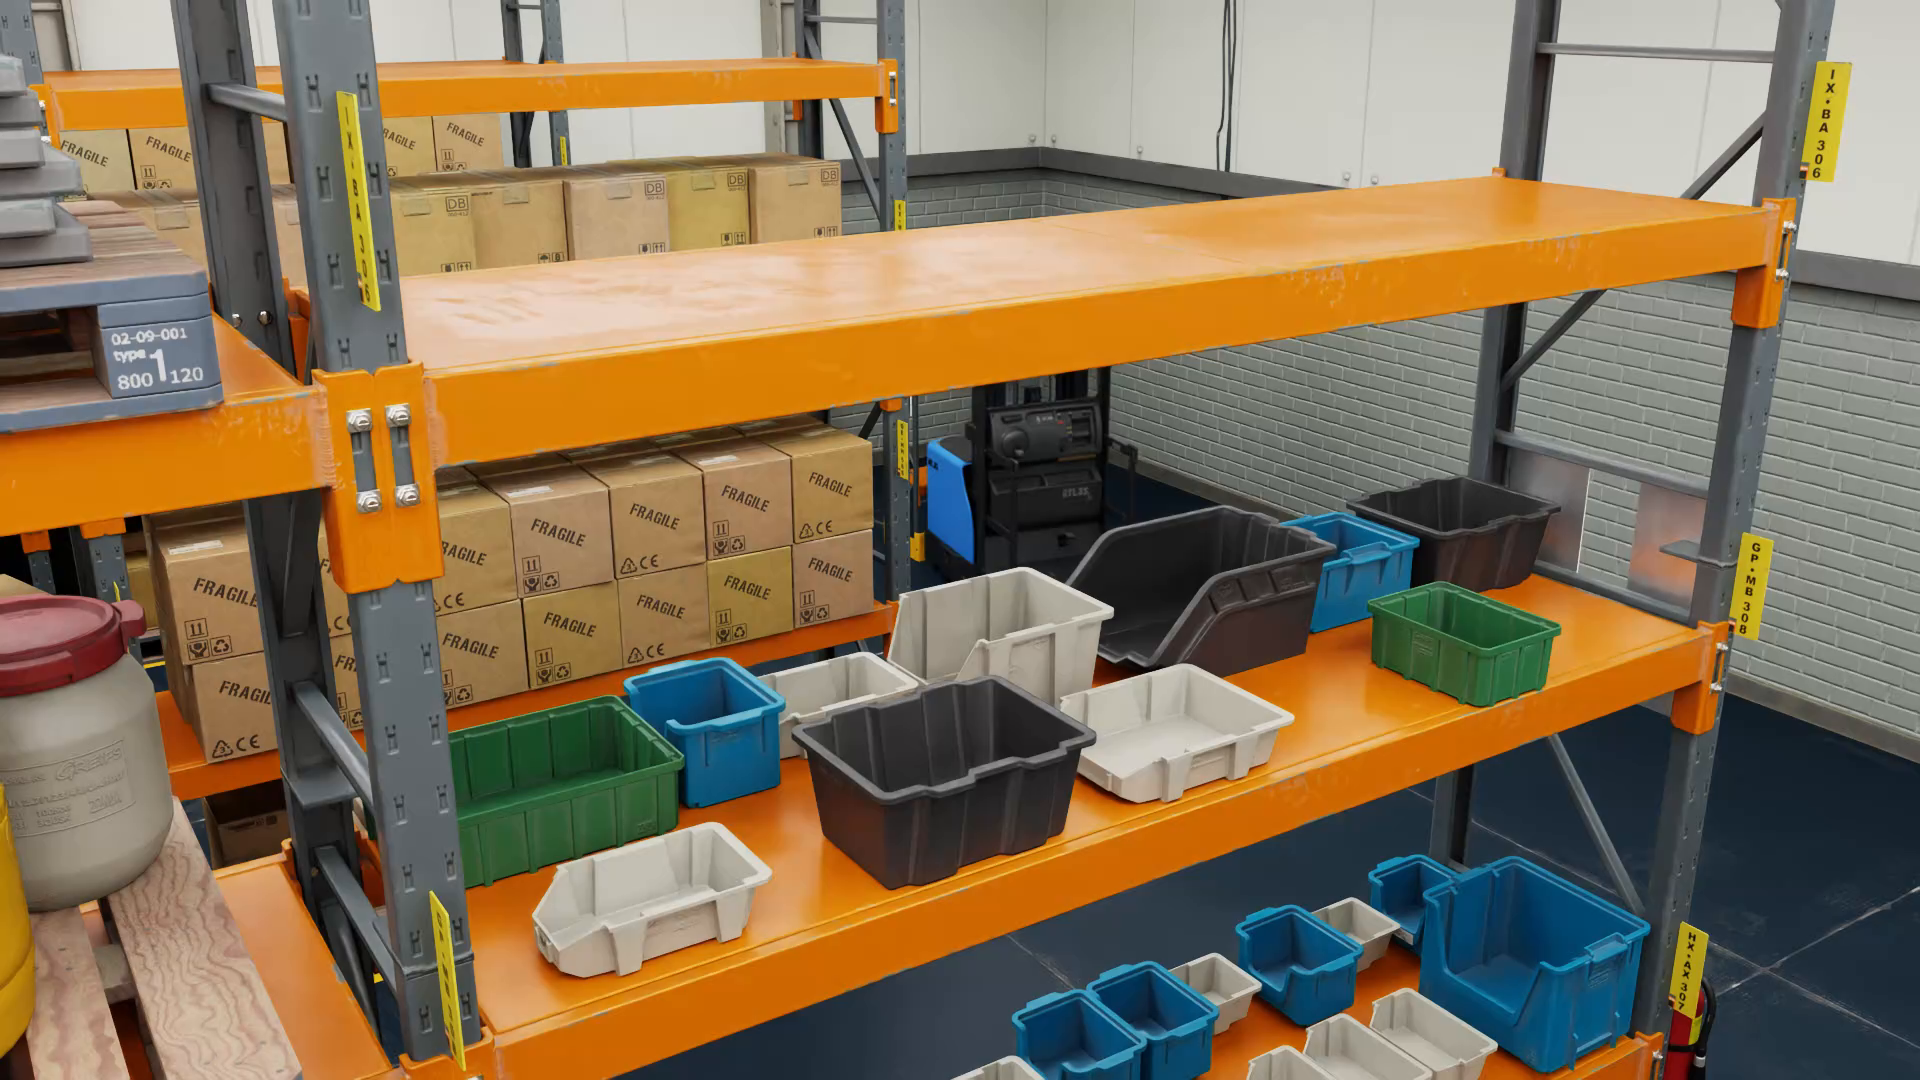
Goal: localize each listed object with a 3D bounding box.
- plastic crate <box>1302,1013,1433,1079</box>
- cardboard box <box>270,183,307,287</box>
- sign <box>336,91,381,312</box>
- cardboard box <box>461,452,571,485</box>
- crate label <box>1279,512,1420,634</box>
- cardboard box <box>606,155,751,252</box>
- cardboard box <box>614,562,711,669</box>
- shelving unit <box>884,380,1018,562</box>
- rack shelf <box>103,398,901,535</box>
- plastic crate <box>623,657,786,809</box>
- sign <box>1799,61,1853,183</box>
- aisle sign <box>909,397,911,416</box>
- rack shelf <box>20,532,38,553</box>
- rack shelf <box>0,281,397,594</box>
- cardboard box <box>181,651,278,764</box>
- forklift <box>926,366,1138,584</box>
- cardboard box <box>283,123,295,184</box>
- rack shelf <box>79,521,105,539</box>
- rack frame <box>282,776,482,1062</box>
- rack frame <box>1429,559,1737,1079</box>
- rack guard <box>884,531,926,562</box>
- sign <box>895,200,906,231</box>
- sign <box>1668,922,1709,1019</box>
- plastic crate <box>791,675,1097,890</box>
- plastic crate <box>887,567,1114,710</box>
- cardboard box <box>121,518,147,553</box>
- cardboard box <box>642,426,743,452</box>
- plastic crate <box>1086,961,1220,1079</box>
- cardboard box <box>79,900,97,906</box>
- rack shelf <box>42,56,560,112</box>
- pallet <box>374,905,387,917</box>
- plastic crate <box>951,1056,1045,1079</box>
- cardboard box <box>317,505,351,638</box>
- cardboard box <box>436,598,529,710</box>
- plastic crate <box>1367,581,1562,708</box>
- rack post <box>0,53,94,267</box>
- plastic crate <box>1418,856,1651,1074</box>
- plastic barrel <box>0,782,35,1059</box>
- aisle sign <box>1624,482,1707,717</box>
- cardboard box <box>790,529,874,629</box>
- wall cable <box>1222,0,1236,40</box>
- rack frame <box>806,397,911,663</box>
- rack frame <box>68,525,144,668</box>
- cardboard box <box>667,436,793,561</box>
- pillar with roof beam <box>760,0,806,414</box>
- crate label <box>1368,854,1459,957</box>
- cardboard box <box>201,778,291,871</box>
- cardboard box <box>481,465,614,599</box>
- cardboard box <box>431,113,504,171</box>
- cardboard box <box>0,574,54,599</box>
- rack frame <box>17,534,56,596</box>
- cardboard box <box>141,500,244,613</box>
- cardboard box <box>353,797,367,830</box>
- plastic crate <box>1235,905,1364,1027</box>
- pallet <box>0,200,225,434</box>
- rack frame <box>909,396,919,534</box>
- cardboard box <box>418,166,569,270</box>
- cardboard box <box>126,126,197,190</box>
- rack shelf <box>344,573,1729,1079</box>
[{"bbox_3d":[1.283,1.707,5.331,0.243,0.136,0.396,-12,22,-31],"label":"plastic crate"},{"bbox_3d":[-3.067,-1.338,7.618,0.500,0.500,0.700,-12,22,-31],"label":"cardboard box"},{"bbox_3d":[-0.925,-0.520,2.558,0.005,0.325,0.100,-12,22,-31],"label":"sign"},{"bbox_3d":[-2.399,-0.197,8.928,0.500,0.500,0.500,-12,22,-32],"label":"cardboard box"},{"bbox_3d":[1.166,0.097,5.324,0.502,0.251,0.408,-12,22,-31],"label":"crate label"},{"bbox_3d":[-1.491,-1.736,8.796,0.500,0.500,0.700,-12,22,-31],"label":"cardboard box"},{"bbox_3d":[-1.682,0.328,8.933,0.500,0.500,0.500,-12,22,-31],"label":"cardboard box"},{"bbox_3d":[-0.064,-0.697,14.465,1.083,1.500,0.587,-12,22,-31],"label":"shelving unit"},{"bbox_3d":[-2.277,-0.682,8.520,4.000,0.370,1.077,-12,22,-31],"label":"rack shelf"},{"bbox_3d":[-0.642,0.488,4.195,0.300,0.233,0.416,-12,22,-31],"label":"plastic crate"},{"bbox_3d":[2.430,-1.174,4.670,0.005,0.325,0.100,-12,22,-31],"label":"sign"},{"bbox_3d":[-0.381,-1.116,9.304,0.004,0.787,0.394,-12,22,-31],"label":"aisle sign"},{"bbox_3d":[-8.345,0.119,10.833,4.000,0.370,1.077,-12,22,-31],"label":"rack shelf"},{"bbox_3d":[-2.897,0.116,2.098,4.000,0.370,1.077,-12,22,-31],"label":"rack shelf"},{"bbox_3d":[-3.372,0.686,7.877,0.500,0.500,0.500,-11,22,-30],"label":"cardboard box"},{"bbox_3d":[0.749,-0.830,12.624,1.130,2.935,3.031,-8,20,-22],"label":"forklift"},{"bbox_3d":[-4.651,-2.849,12.057,0.500,0.500,0.500,-13,23,-34],"label":"cardboard box"},{"bbox_3d":[-5.618,0.022,6.436,4.000,0.370,1.077,-12,22,-31],"label":"rack shelf"},{"bbox_3d":[-1.226,2.076,3.922,0.127,3.000,1.000,-12,22,-31],"label":"rack frame"},{"bbox_3d":[2.114,1.371,6.006,0.127,3.000,1.000,-12,22,-31],"label":"rack frame"},{"bbox_3d":[-0.480,-0.017,14.406,0.087,0.250,0.587,-12,22,-31],"label":"rack guard"},{"bbox_3d":[-0.318,-1.643,8.855,0.005,0.325,0.100,-12,22,-31],"label":"sign"},{"bbox_3d":[2.430,1.438,5.553,0.005,0.325,0.100,-12,22,-31],"label":"sign"},{"bbox_3d":[-0.038,0.571,3.893,0.590,0.269,0.497,-12,22,-31],"label":"plastic crate"},{"bbox_3d":[0.094,0.314,4.634,0.530,0.282,0.437,-12,22,-31],"label":"plastic crate"},{"bbox_3d":[-6.224,-0.028,12.379,0.250,0.149,0.380,-12,22,-32],"label":"cardboard box"},{"bbox_3d":[-1.555,-0.374,9.450,0.500,0.500,0.500,-12,22,-31],"label":"cardboard box"},{"bbox_3d":[0.627,1.609,5.469,0.300,0.233,0.416,-12,22,-31],"label":"plastic crate"},{"bbox_3d":[-4.202,1.889,7.689,0.500,0.500,0.500,-12,22,-32],"label":"cardboard box"},{"bbox_3d":[-5.005,-3.238,12.021,4.000,0.370,1.077,-12,22,-31],"label":"rack shelf"},{"bbox_3d":[-3.373,1.950,8.646,1.213,0.211,1.003,-12,22,-31],"label":"pallet"},{"bbox_3d":[0.063,1.785,5.100,0.466,0.136,0.293,-12,22,-31],"label":"plastic crate"},{"bbox_3d":[-2.969,0.130,7.959,0.500,0.500,0.500,-13,22,-33],"label":"cardboard box"},{"bbox_3d":[-2.527,0.507,8.405,0.500,0.500,0.500,-12,22,-32],"label":"cardboard box"},{"bbox_3d":[1.448,0.301,4.820,0.336,0.188,0.450,-12,22,-31],"label":"plastic crate"},{"bbox_3d":[-1.947,-0.591,2.559,0.954,0.300,0.937,-12,22,-32],"label":"rack post"},{"bbox_3d":[1.937,1.435,5.668,0.499,0.435,0.616,-12,22,-31],"label":"plastic crate"},{"bbox_3d":[-1.877,0.582,2.708,0.600,0.588,0.600,0,19,0],"label":"plastic barrel"},{"bbox_3d":[2.336,0.205,5.395,0.004,0.787,0.394,-12,22,-31],"label":"aisle sign"},{"bbox_3d":[-0.831,0.150,9.462,0.500,0.500,0.500,-11,22,-30],"label":"cardboard box"},{"bbox_3d":[3.074,-5.219,13.096,0.112,2.526,3.097,-12,22,-31],"label":"wall cable"},{"bbox_3d":[-0.607,0.045,9.927,0.127,3.000,1.000,-12,22,-31],"label":"rack frame"},{"bbox_3d":[-3.947,0.750,7.843,0.127,3.000,1.000,-12,22,-31],"label":"rack frame"},{"bbox_3d":[-1.249,-0.234,9.037,0.500,0.500,0.500,-11,22,-30],"label":"cardboard box"},{"bbox_3d":[0.813,-3.676,11.568,0.400,9.000,9.100,-12,22,-31],"label":"pillar with roof beam"},{"bbox_3d":[1.727,1.377,6.155,0.303,0.233,0.416,-12,22,-31],"label":"crate label"},{"bbox_3d":[-3.628,1.550,8.694,0.500,0.500,0.500,-12,22,-31],"label":"cardboard box"},{"bbox_3d":[-2.108,-0.051,8.496,0.500,0.500,0.500,-11,22,-30],"label":"cardboard box"},{"bbox_3d":[-3.795,-3.029,12.587,0.500,0.500,0.500,-12,22,-32],"label":"cardboard box"},{"bbox_3d":[-4.466,0.527,7.690,0.700,0.500,0.500,14,23,35],"label":"cardboard box"},{"bbox_3d":[-6.675,-0.574,11.760,0.127,3.000,1.000,-12,22,-31],"label":"rack frame"},{"bbox_3d":[-3.667,0.071,8.135,0.500,0.500,0.500,-12,22,-31],"label":"cardboard box"},{"bbox_3d":[-3.001,1.507,9.115,0.500,0.311,0.500,-12,22,-31],"label":"cardboard box"},{"bbox_3d":[1.177,1.493,5.812,0.300,0.233,0.416,-12,22,-31],"label":"plastic crate"},{"bbox_3d":[-1.901,-0.334,2.600,1.213,0.211,1.003,-12,22,-31],"label":"pallet"},{"bbox_3d":[-0.496,-0.606,14.195,0.032,1.500,0.500,-12,22,-31],"label":"rack frame"},{"bbox_3d":[-2.319,-1.557,8.264,0.500,0.500,0.700,-12,22,-31],"label":"cardboard box"},{"bbox_3d":[-5.500,-2.669,11.523,0.500,0.500,0.500,-12,22,-33],"label":"cardboard box"},{"bbox_3d":[0.444,0.643,4.599,4.000,0.370,1.077,-12,22,-31],"label":"rack shelf"}]
